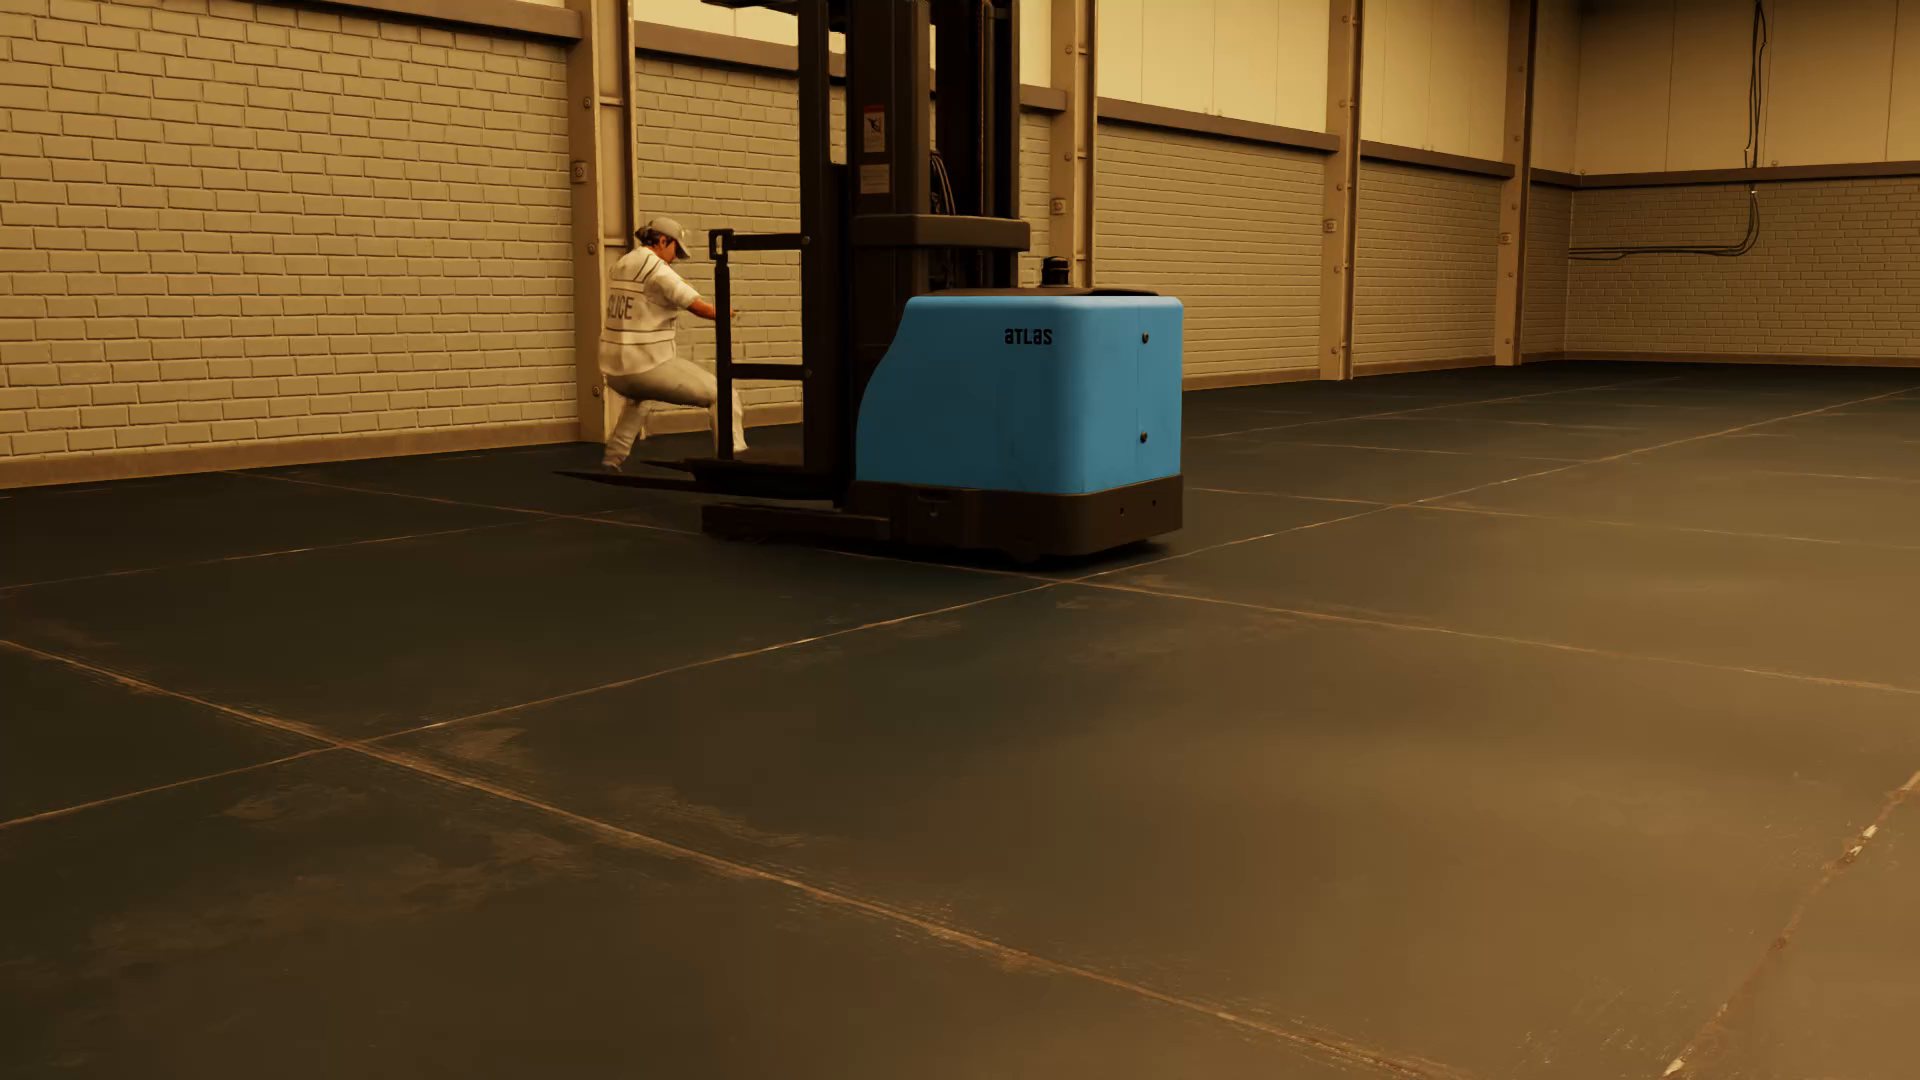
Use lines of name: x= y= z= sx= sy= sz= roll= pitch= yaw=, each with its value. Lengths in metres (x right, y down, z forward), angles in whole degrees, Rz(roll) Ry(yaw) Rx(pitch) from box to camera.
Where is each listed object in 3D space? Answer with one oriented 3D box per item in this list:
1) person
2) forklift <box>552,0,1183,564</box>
person: x=-1.559 y=-0.986 z=8.814 sx=0.685 sy=1.422 sz=1.129 roll=-7 pitch=11 yaw=-40
forklift: x=-0.549 y=-1.491 z=7.474 sx=3.031 sy=2.935 sz=1.130 roll=5 pitch=10 yaw=32
